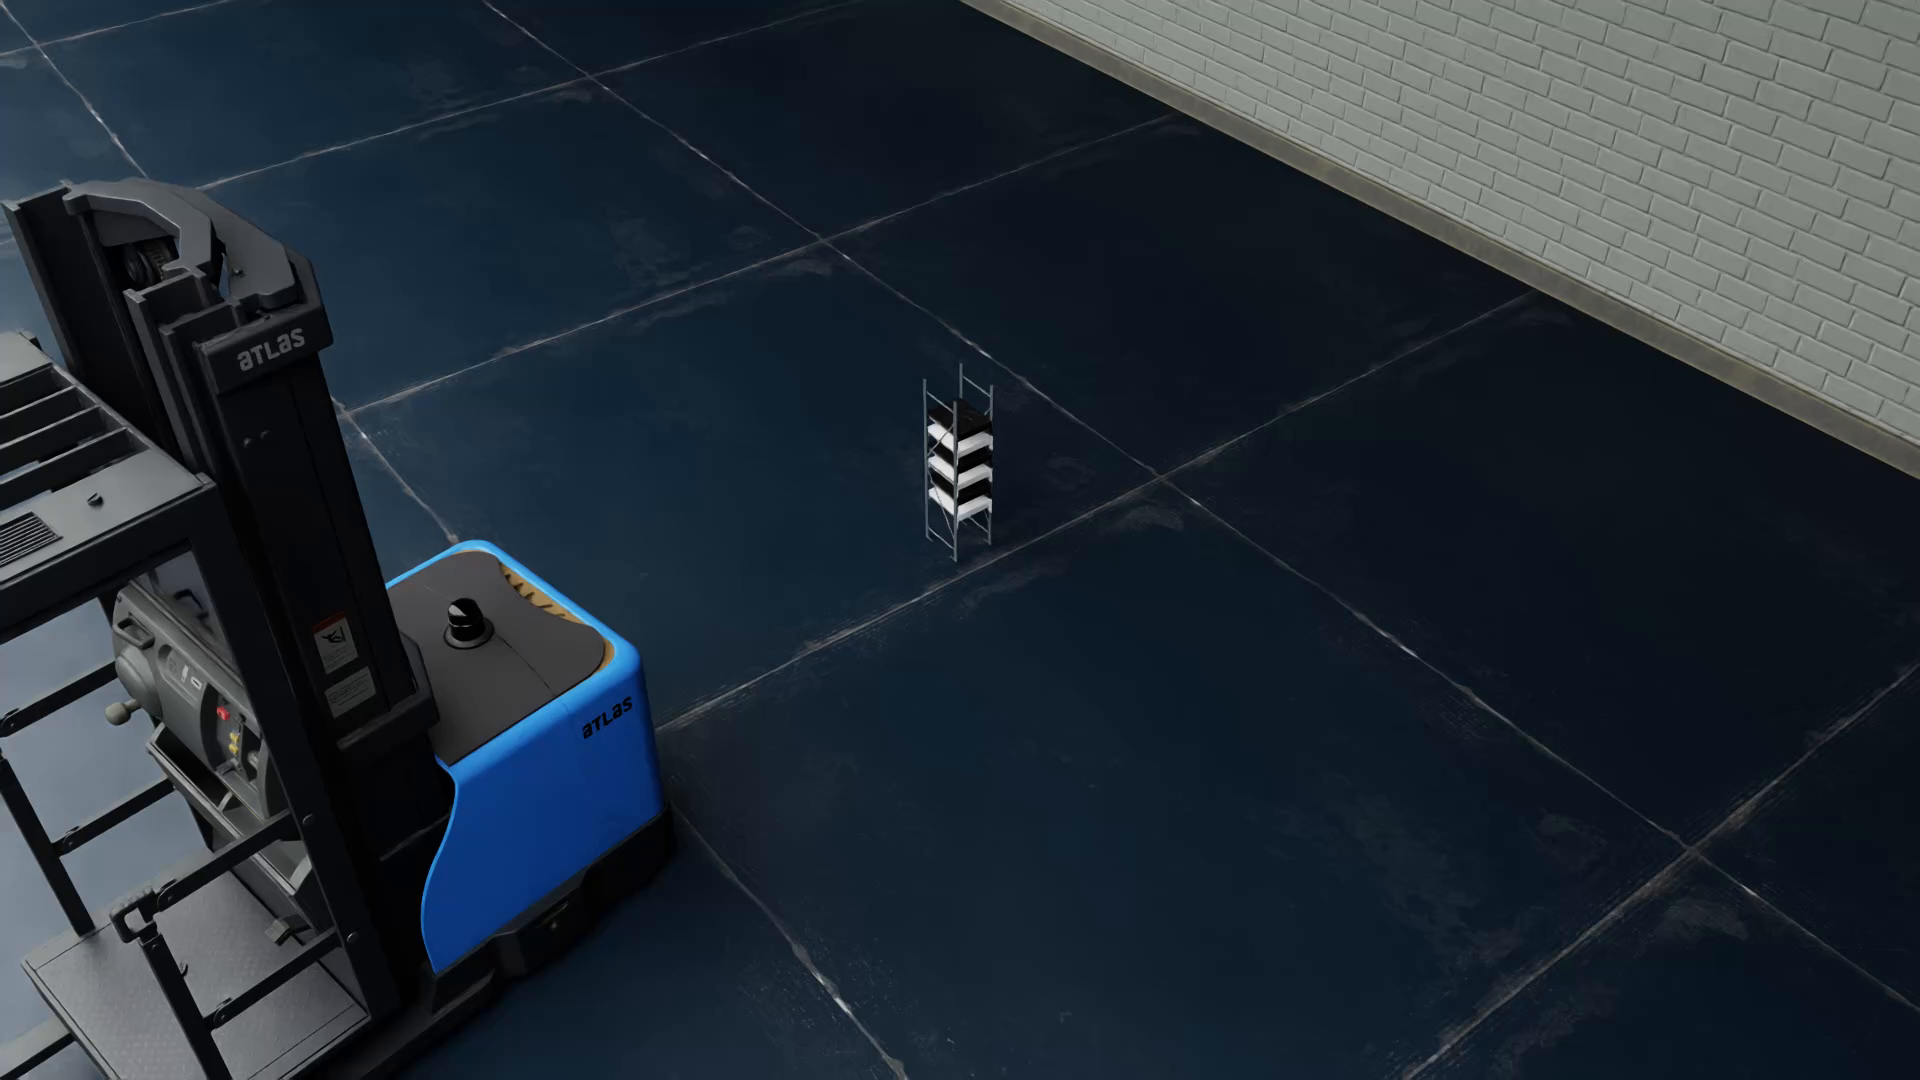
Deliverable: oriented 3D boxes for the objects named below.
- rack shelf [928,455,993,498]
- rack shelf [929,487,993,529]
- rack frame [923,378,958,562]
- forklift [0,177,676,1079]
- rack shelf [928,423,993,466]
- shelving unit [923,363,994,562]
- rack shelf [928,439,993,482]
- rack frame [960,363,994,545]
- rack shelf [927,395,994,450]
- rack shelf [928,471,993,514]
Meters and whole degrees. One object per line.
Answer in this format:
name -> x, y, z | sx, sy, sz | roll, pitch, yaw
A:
rack shelf -> -0.006, -0.319, 7.615 | 0.200, 0.077, 0.258 | -26, 46, -28
rack shelf -> -0.006, -0.180, 7.730 | 0.200, 0.077, 0.258 | -26, 46, -28
rack frame -> -0.087, -0.305, 7.546 | 0.006, 0.900, 0.240 | -26, 46, -28
forklift -> -2.450, 0.566, 4.883 | 1.130, 2.935, 3.031 | 30, 48, 31
rack shelf -> -0.006, -0.458, 7.501 | 0.200, 0.077, 0.258 | -26, 46, -28
shelving unit -> -0.006, -0.345, 7.594 | 0.210, 0.900, 0.258 | -26, 46, -28
rack shelf -> -0.006, -0.389, 7.558 | 0.200, 0.077, 0.258 | -26, 46, -28
rack frame -> 0.074, -0.384, 7.642 | 0.006, 0.900, 0.240 | -26, 46, -28
rack shelf -> -0.006, -0.528, 7.444 | 0.200, 0.077, 0.258 | -26, 46, -28
rack shelf -> -0.006, -0.249, 7.672 | 0.200, 0.077, 0.258 | -26, 46, -28
